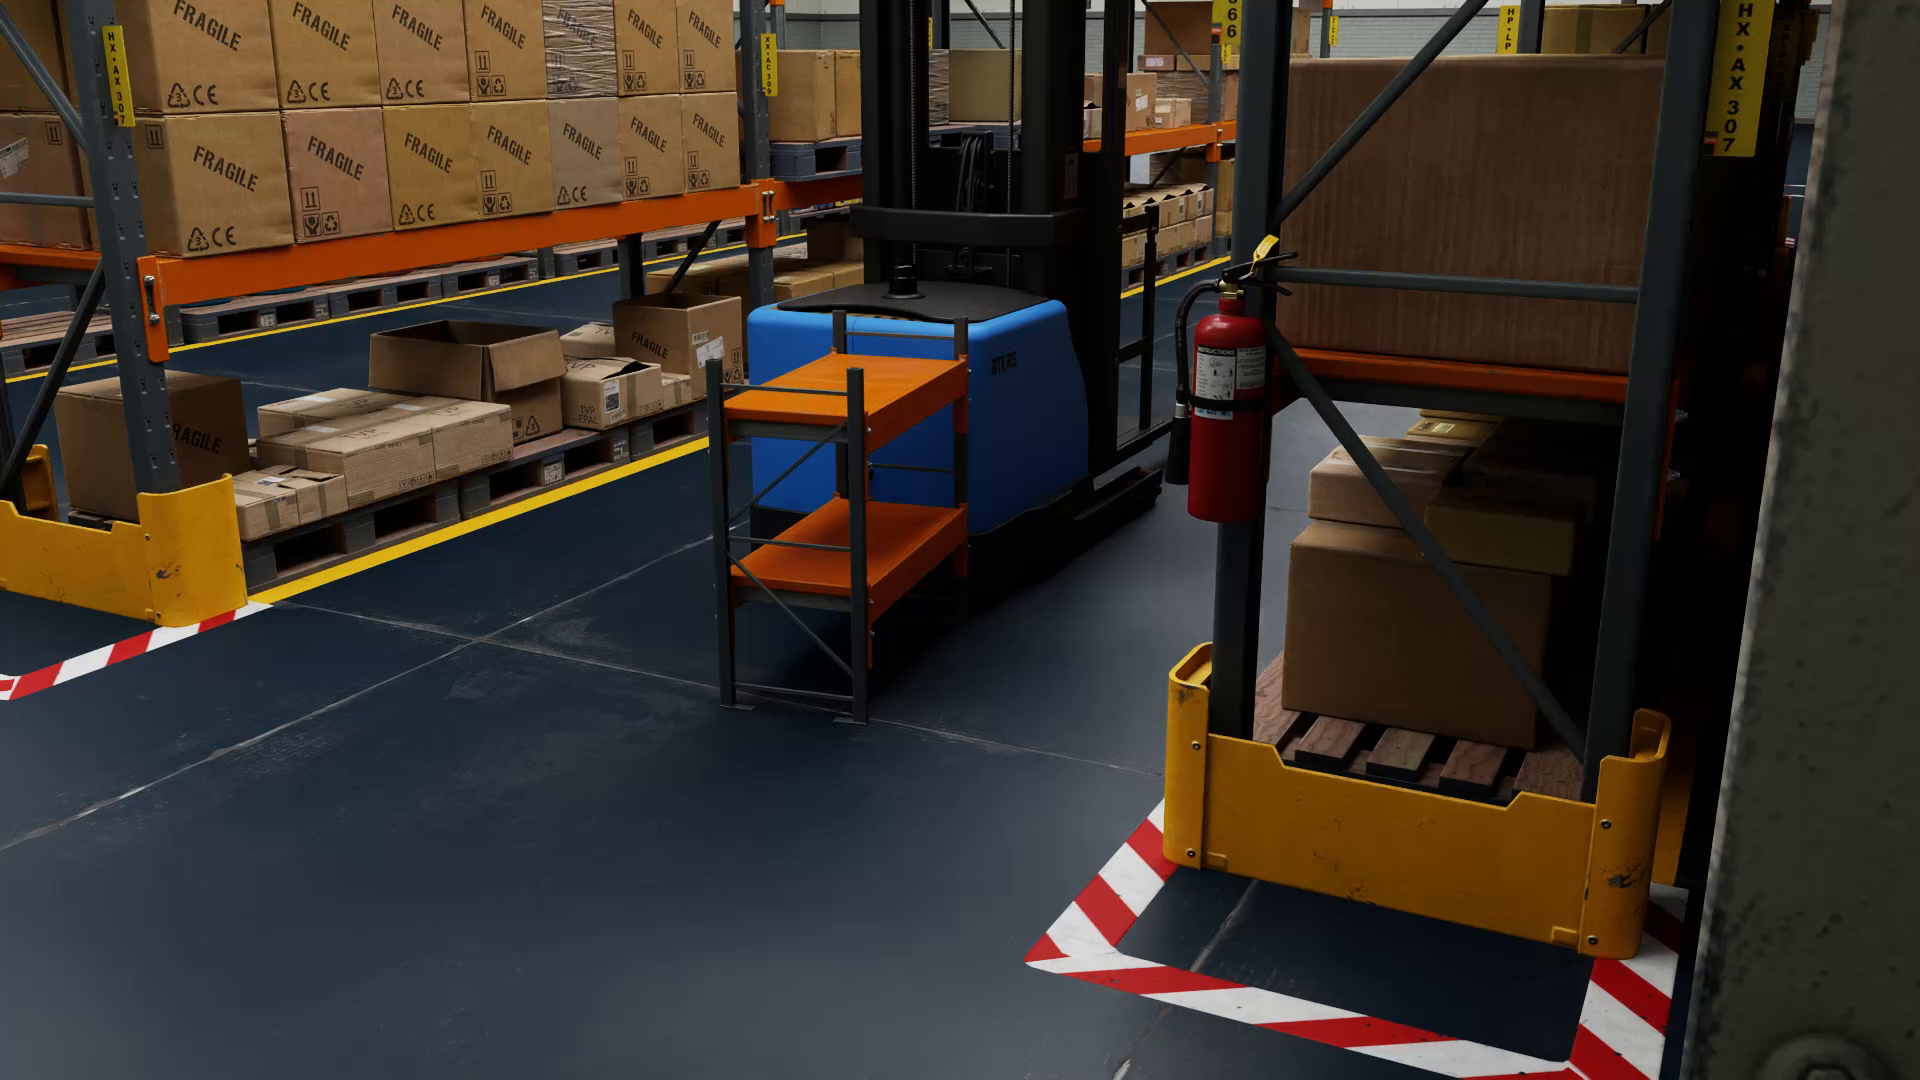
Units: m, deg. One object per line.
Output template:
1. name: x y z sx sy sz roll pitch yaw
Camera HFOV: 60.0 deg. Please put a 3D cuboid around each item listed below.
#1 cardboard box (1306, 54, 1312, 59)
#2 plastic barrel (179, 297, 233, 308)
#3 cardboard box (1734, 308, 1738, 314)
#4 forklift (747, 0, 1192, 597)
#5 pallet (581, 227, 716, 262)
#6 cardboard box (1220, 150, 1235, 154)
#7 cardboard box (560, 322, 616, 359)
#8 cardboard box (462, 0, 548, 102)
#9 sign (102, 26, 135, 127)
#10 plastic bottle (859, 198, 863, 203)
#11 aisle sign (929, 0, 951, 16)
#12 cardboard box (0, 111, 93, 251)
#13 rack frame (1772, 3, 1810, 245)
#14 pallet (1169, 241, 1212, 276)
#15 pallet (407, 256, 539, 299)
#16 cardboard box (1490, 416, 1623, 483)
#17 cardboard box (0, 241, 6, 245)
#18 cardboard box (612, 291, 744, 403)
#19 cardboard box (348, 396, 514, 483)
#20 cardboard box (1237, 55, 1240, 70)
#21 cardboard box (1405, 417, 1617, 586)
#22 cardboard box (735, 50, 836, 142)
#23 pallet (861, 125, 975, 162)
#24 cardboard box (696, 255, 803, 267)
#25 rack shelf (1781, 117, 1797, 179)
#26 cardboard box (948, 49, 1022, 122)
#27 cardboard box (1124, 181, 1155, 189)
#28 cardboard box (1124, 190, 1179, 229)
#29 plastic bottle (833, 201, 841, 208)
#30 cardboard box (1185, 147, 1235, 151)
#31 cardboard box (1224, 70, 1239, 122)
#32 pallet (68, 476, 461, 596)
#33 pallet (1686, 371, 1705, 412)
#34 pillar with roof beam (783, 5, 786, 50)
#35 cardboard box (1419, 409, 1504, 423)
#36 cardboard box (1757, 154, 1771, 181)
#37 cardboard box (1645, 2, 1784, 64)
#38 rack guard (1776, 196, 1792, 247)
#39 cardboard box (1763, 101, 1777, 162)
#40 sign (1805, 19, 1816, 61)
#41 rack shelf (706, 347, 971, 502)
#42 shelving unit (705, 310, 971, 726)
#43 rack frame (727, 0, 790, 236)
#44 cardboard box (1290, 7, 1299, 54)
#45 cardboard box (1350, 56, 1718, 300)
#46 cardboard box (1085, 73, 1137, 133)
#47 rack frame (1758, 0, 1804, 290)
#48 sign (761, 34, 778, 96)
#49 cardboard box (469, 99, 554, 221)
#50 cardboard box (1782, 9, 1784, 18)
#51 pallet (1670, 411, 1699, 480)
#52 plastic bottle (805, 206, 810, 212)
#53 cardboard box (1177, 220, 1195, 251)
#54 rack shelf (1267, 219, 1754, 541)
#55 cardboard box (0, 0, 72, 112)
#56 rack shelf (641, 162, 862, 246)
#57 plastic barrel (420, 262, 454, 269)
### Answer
1. cardboard box: 3.835 -5.523 19.147 0.380 0.149 0.250 8 18 24
2. plastic barrel: -5.698 -2.192 12.195 0.600 0.901 0.708 8 18 25
3. cardboard box: 5.303 -1.938 12.008 0.700 0.500 0.500 8 18 25
4. forklift: 0.283 -1.565 7.255 1.130 2.935 3.031 8 18 26
5. pallet: -3.242 -3.045 17.014 1.003 0.211 1.213 8 18 25
6. cardboard box: 2.982 -3.843 17.578 0.500 0.500 0.500 8 18 25
7. cardboard box: -1.908 -1.072 9.424 0.500 0.311 0.500 8 18 25
8. cardboard box: -2.199 -2.208 7.367 0.500 0.500 0.500 8 18 25
9. sign: -2.829 -1.557 5.585 0.100 0.325 0.005 8 18 25
10. plastic bottle: -1.222 -4.203 20.026 0.152 0.276 0.135 8 18 24
11. aisle sign: -0.297 -7.144 21.352 0.394 0.787 0.004 8 18 25
12. cardboard box: -3.358 -1.407 6.427 0.500 0.500 0.500 9 19 27
13. rack frame: 8.268 -4.657 17.544 1.000 3.000 0.127 8 18 25
14. pallet: 1.753 -2.738 15.981 1.003 0.211 1.213 8 18 25
15. pallet: -4.484 -2.337 14.630 1.003 0.211 1.213 8 18 25
16. cardboard box: 1.916 -0.287 5.344 0.380 0.149 0.250 8 18 26
17. cardboard box: -9.333 -3.293 15.947 1.225 0.875 0.875 8 18 26
18. cardboard box: -1.528 -1.061 9.055 0.500 0.500 0.500 8 18 25
19. cardboard box: -2.371 -0.461 7.472 0.500 0.250 0.500 8 18 25
20. cardboard box: 2.683 -4.867 16.936 0.380 0.149 0.250 8 18 25
21. cardboard box: 2.022 -0.168 6.083 0.700 0.500 0.500 9 19 27
22. cardboard box: -1.115 -2.571 9.608 0.700 0.500 0.500 2 17 7
23. pallet: -0.605 -2.660 11.159 1.003 0.211 1.213 8 18 25
24. cardboard box: -1.335 -1.529 10.631 0.500 0.500 0.500 8 18 26
25. rack shelf: 7.375 -3.803 15.931 1.077 0.370 4.000 8 18 25
26. cardboard box: 0.080 -3.323 12.139 0.700 0.500 0.500 2 17 7
27. cardboard box: 1.640 -3.346 16.236 0.500 0.311 0.500 8 18 26
28. cardboard box: 1.671 -3.019 15.138 0.500 0.311 0.500 8 18 25
29. plastic bottle: -1.455 -4.045 19.481 0.061 0.283 0.133 9 19 28
30. cardboard box: 2.724 -4.039 18.237 0.500 0.500 0.500 8 18 25
31. cardboard box: 2.470 -4.564 17.056 0.700 0.500 0.500 8 18 25
32. pallet: -2.925 -0.096 7.087 1.003 0.211 1.213 8 18 25
33. pallet: 3.728 -0.782 9.394 1.003 0.211 1.213 8 18 25
34. pillar with roof beam: -2.194 -18.346 53.095 9.100 9.000 0.400 8 18 25
35. cardboard box: 1.931 -0.540 6.196 0.380 0.149 0.250 8 18 24
36. cardboard box: 4.379 -2.125 9.425 0.380 0.149 0.250 8 18 24
37. cardboard box: 3.345 -2.244 7.369 0.500 0.250 0.500 9 19 27
38. rack guard: 8.234 -3.439 17.834 1.175 0.500 0.348 8 18 25
39. cardboard box: 4.031 -2.277 8.798 0.500 0.500 0.500 9 19 27
40. sign: 6.979 -4.123 13.714 0.100 0.325 0.005 8 18 25
41. rack shelf: -0.370 -0.403 5.488 0.538 0.278 1.000 5 17 17
42. shelving unit: -0.370 -0.123 5.571 0.538 1.125 1.048 5 17 17
43. rack frame: -2.382 -4.898 18.357 1.000 3.000 0.127 8 18 25
44. cardboard box: 3.361 -5.690 18.570 0.700 0.500 0.500 8 18 24
45. cardboard box: 1.653 -1.043 4.850 0.980 0.700 0.700 8 18 25
46. cardboard box: 1.231 -3.860 14.685 0.500 0.500 0.500 8 18 25
47. rack frame: 6.481 -3.638 14.113 1.000 3.000 0.127 8 18 25
48. sign: -1.038 -2.577 9.022 0.100 0.325 0.005 8 18 25
49. cardboard box: -2.203 -1.725 7.496 0.500 0.500 0.500 8 18 26
50. cardboard box: 3.573 -2.378 7.821 0.500 0.250 0.500 8 18 26
51. pallet: 3.184 -0.470 8.344 1.003 0.211 1.213 8 18 25
52. plastic bottle: -1.757 -3.845 18.953 0.097 0.201 0.097 0 17 0
53. cardboard box: 1.894 -2.879 15.651 0.500 0.250 0.500 8 18 25
54. rack shelf: 2.013 -0.746 5.640 1.077 0.370 4.000 8 18 25
55. cardboard box: -3.362 -1.886 6.284 0.500 0.500 0.500 8 18 25
56. rack shelf: -0.633 -2.394 11.189 1.077 0.370 4.000 8 18 25
57. plastic barrel: -4.545 -2.606 14.272 0.421 0.512 0.421 0 17 0
